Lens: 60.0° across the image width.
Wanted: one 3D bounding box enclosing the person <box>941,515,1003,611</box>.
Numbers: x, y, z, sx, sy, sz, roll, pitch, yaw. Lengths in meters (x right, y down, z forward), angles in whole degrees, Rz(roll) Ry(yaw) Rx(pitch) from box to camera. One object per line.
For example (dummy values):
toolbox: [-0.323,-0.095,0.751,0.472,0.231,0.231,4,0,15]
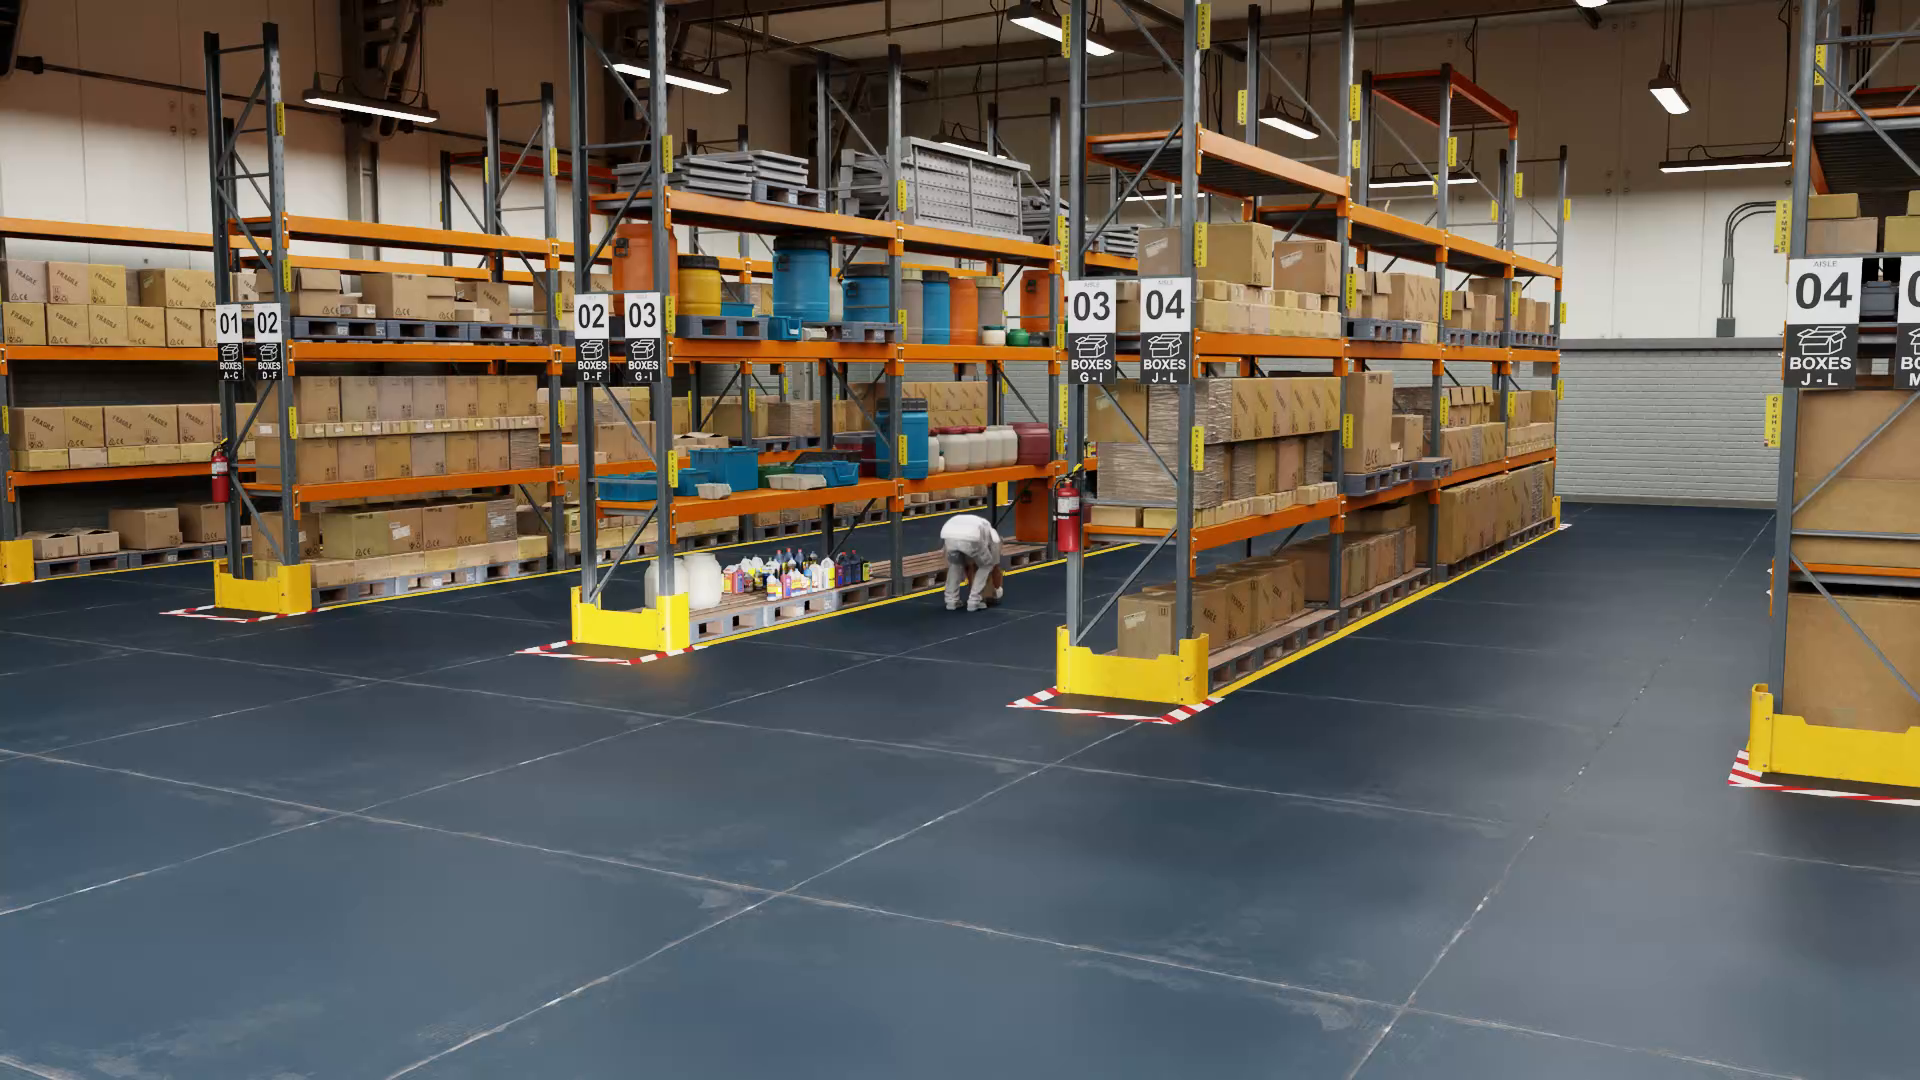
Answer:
person: [0.141,0.215,17.704,0.520,1.000,0.982,3,7,26]
